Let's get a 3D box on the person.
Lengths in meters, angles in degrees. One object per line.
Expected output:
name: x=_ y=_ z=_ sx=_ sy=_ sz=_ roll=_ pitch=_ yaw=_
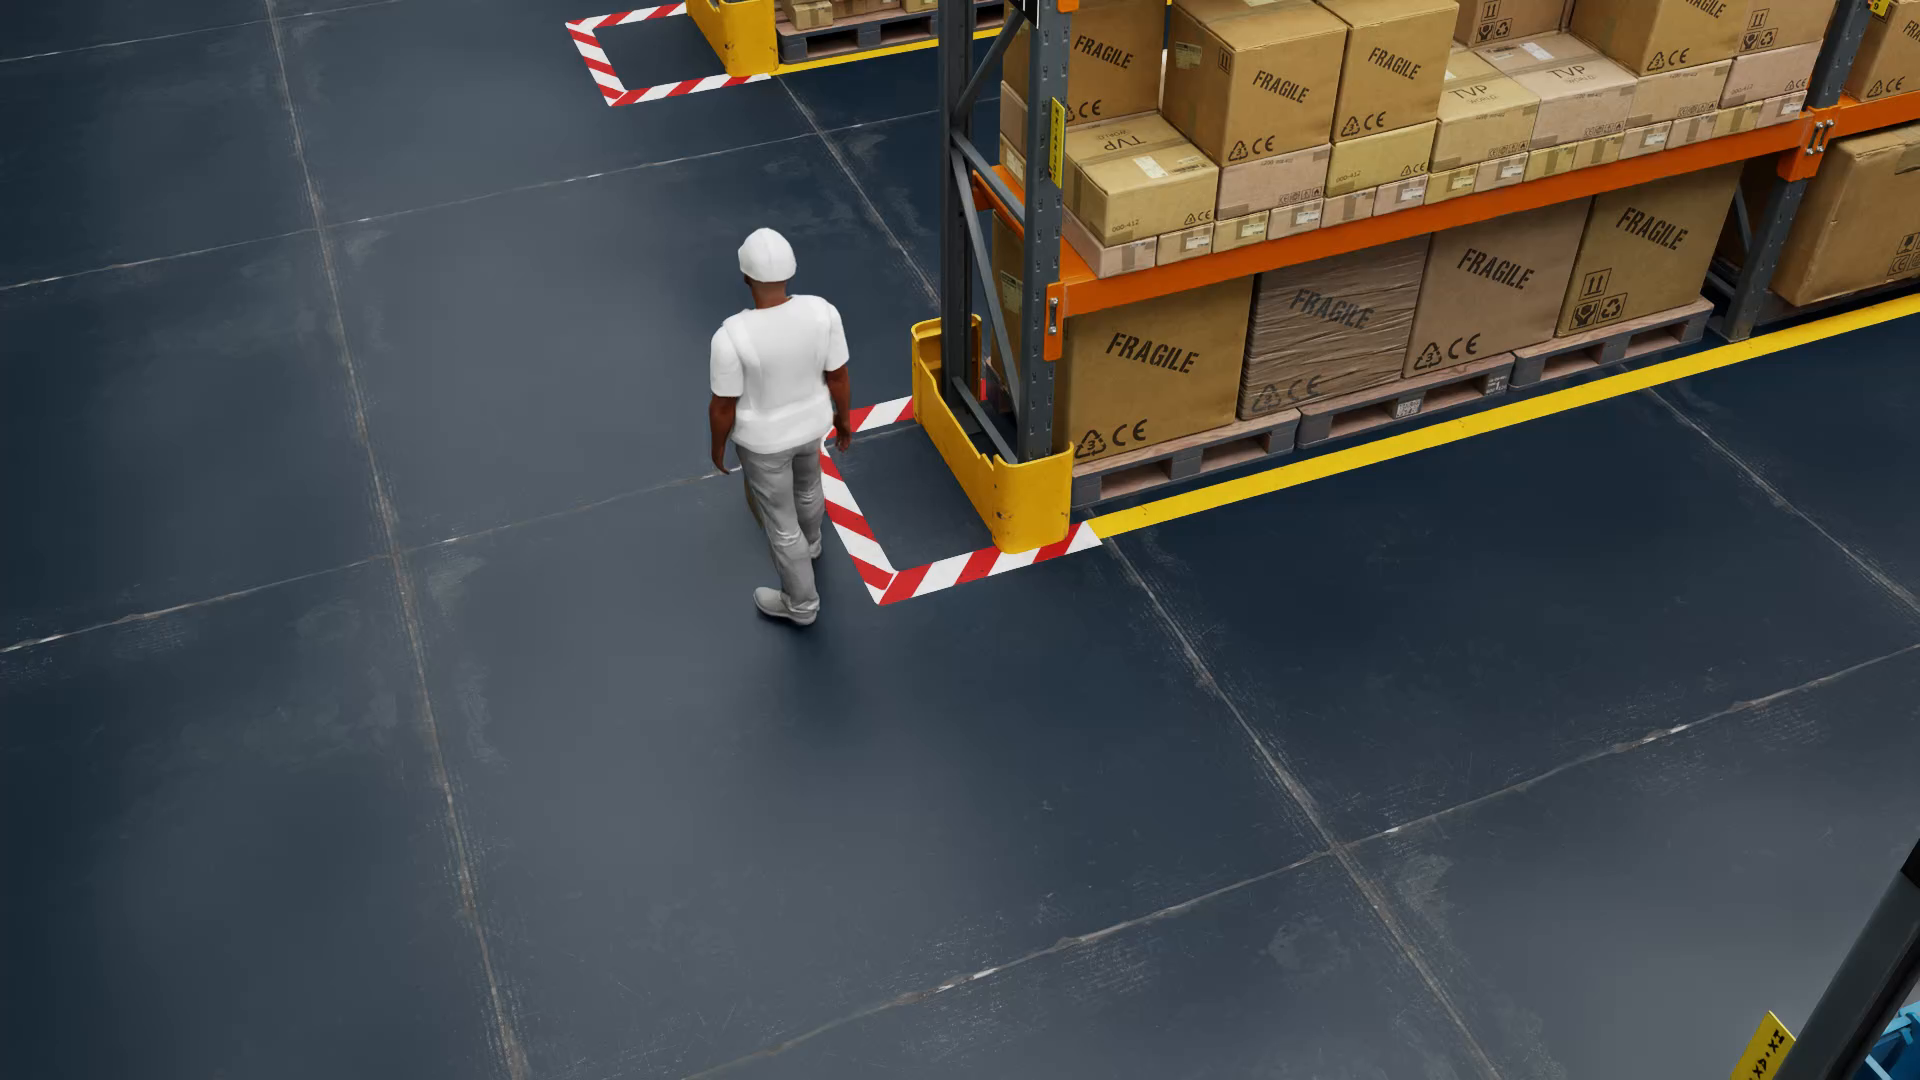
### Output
person: x=-0.764 y=-0.490 z=6.688 sx=0.565 sy=1.760 sz=0.676 roll=-25 pitch=47 yaw=-25
